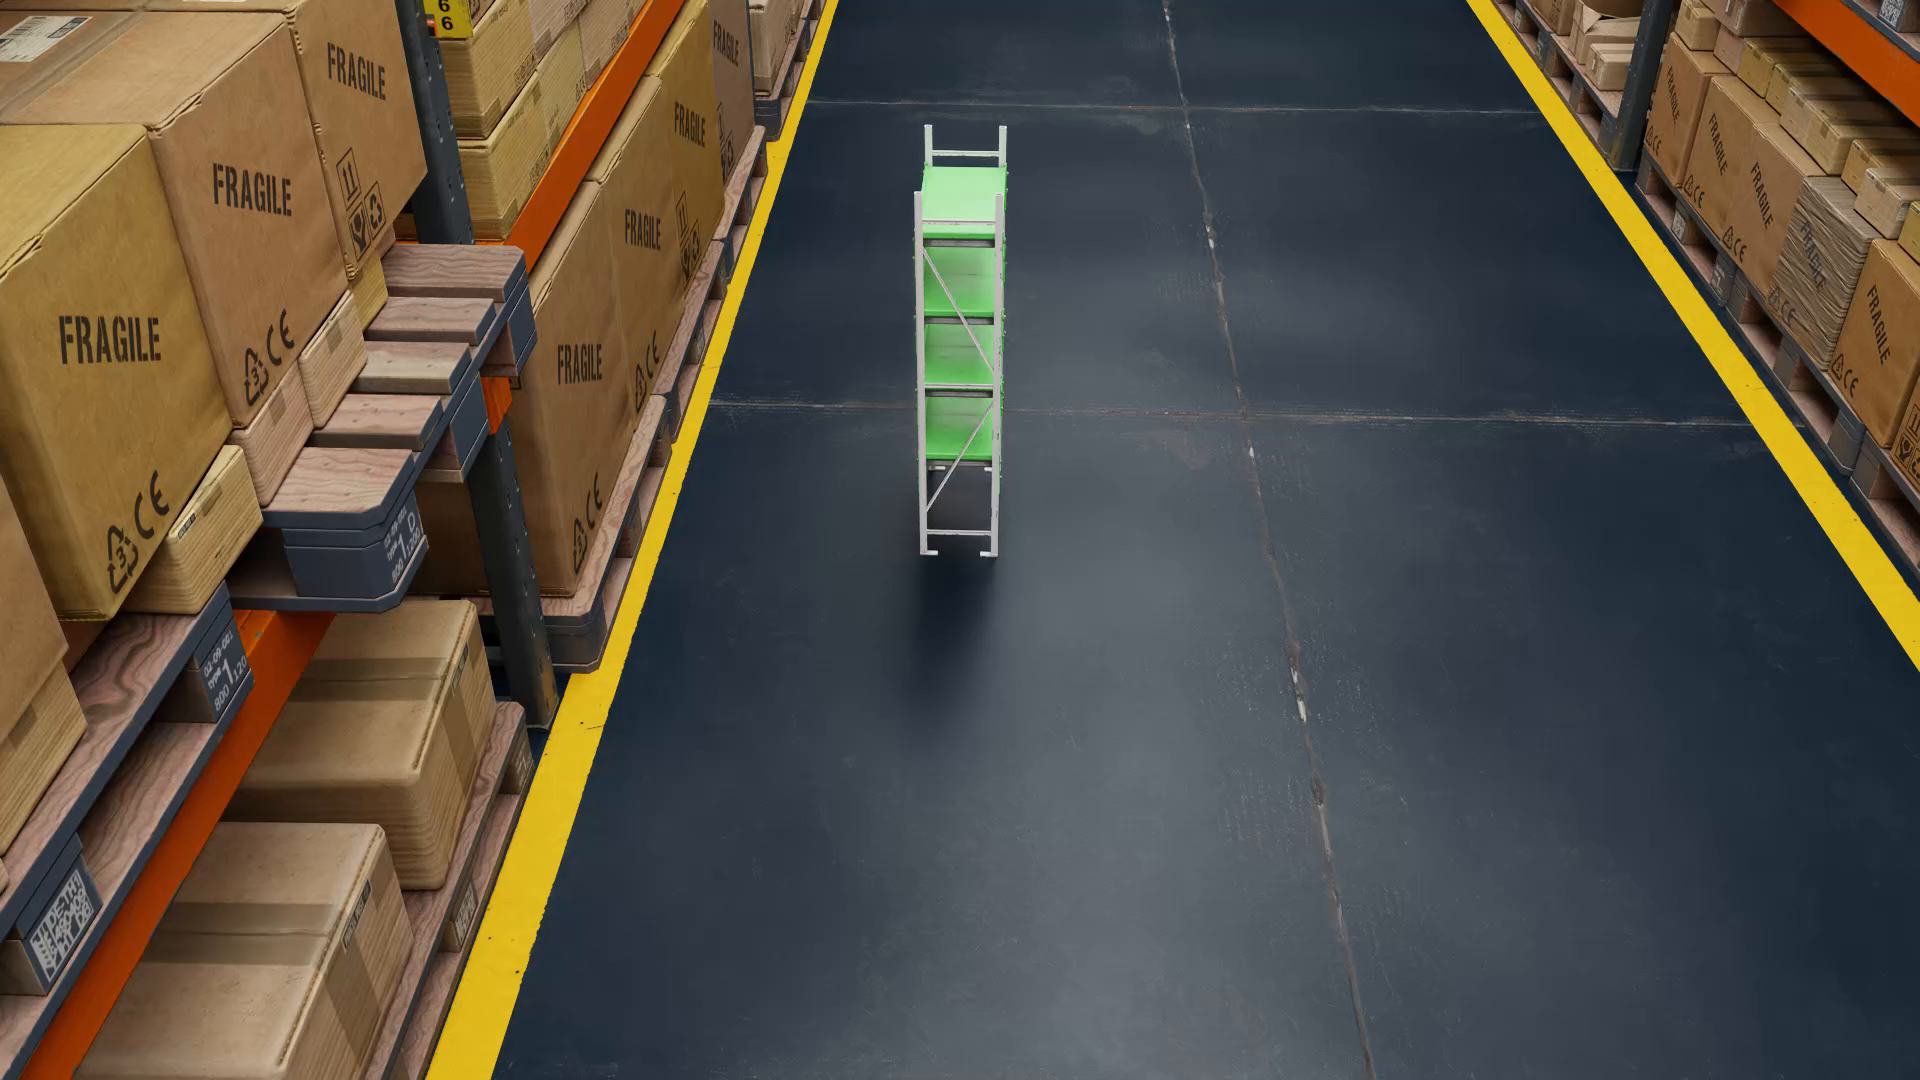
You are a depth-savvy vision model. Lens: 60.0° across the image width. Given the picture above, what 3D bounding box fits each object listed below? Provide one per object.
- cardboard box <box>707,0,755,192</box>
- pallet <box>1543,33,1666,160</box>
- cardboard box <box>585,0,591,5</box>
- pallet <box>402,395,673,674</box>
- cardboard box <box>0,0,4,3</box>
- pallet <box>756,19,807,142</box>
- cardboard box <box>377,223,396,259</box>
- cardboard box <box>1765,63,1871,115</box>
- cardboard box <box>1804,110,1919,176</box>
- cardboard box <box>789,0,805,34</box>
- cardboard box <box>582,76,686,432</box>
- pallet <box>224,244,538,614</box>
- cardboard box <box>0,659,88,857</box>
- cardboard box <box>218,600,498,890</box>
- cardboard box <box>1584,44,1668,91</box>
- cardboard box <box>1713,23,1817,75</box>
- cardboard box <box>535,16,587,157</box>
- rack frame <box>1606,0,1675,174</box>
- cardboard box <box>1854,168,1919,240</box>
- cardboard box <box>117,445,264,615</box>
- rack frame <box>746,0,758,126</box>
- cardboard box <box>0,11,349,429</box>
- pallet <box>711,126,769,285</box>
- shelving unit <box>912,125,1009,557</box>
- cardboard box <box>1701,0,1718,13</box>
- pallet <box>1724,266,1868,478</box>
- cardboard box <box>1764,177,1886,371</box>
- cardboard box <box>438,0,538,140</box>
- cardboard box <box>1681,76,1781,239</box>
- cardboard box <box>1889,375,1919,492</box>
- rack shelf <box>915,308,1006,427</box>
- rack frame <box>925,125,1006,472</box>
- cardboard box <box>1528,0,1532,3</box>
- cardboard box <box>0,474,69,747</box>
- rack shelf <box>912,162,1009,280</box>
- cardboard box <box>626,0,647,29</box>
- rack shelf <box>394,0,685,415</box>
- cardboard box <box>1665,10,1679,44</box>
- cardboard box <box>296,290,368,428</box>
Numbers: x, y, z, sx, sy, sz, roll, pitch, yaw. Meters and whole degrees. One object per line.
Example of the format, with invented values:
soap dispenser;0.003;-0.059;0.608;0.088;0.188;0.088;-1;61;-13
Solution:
cardboard box;-1.396;-1.996;6.964;0.875;0.875;0.875;2;35;3
pallet;3.538;-2.192;8.186;1.003;0.211;1.213;1;35;2
cardboard box;-1.290;-1.765;4.848;0.500;0.250;0.500;1;35;2
pallet;-1.504;-0.063;5.157;1.003;0.211;1.213;1;35;2
cardboard box;-1.861;-0.834;3.118;0.500;0.500;0.500;0;35;1
pallet;-1.342;-2.345;8.404;1.003;0.211;1.213;1;35;2
cardboard box;-1.389;-0.628;3.389;0.380;0.149;0.250;3;35;4
cardboard box;3.299;-1.687;6.286;0.380;0.149;0.250;1;35;1
cardboard box;3.239;-1.402;5.880;0.380;0.149;0.250;3;35;4
cardboard box;-1.283;-3.047;8.840;0.875;0.438;0.875;0;35;0
cardboard box;-1.460;-0.963;5.494;0.875;0.875;0.875;2;35;2
pallet;-1.533;-0.263;3.182;1.213;0.211;1.003;1;35;2
cardboard box;-1.372;0.264;2.119;0.380;0.149;0.250;0;35;0
cardboard box;-1.644;0.475;3.886;0.950;0.372;0.625;-1;35;-1
cardboard box;3.238;-2.271;7.987;0.380;0.149;0.250;0;35;0
cardboard box;3.295;-1.992;6.721;0.380;0.149;0.250;0;35;1
cardboard box;-1.337;-1.263;4.568;0.500;0.250;0.500;0;35;1
rack frame;3.509;-2.939;6.823;1.000;3.000;0.127;1;35;2
cardboard box;3.197;-1.106;5.459;0.380;0.149;0.250;0;35;0
cardboard box;-1.308;-0.024;2.529;0.380;0.149;0.250;2;35;3
rack frame;-1.451;-3.051;6.983;1.000;3.000;0.127;1;35;2
cardboard box;-1.362;-0.523;2.674;0.500;0.500;0.500;1;35;1
pallet;-1.406;-1.465;7.151;1.003;0.211;1.213;1;35;2
shelving unit;0.007;-0.586;5.040;0.258;1.200;0.503;1;35;2
cardboard box;3.290;-2.274;6.862;0.380;0.149;0.250;1;35;1
pallet;3.468;-0.627;5.958;1.003;0.211;1.213;1;35;2
cardboard box;3.202;-0.925;5.765;0.500;0.500;0.500;0;35;0
cardboard box;-1.344;-1.182;4.018;0.500;0.250;0.500;1;35;2
cardboard box;3.253;-1.509;6.597;0.500;0.500;0.500;1;35;1
cardboard box;3.181;-0.325;4.912;0.500;0.500;0.500;1;35;1
rack shelf;0.007;-0.534;5.077;0.258;0.148;0.480;1;35;2
rack frame;0.016;-0.726;5.240;0.240;1.200;0.015;1;35;2
cardboard box;3.356;-3.245;9.067;0.500;0.500;0.500;2;35;3
cardboard box;-1.404;0.081;1.815;0.500;0.500;0.500;0;35;0
rack shelf;0.007;-0.926;4.801;0.258;0.148;0.480;1;35;2
cardboard box;-1.294;-1.847;5.400;0.500;0.250;0.500;1;35;2
rack shelf;-1.531;-1.608;5.555;1.077;0.370;4.000;1;35;2
cardboard box;3.789;-2.567;8.409;0.380;0.149;0.250;1;35;1
cardboard box;-1.293;-0.327;2.960;0.380;0.149;0.250;1;35;1
